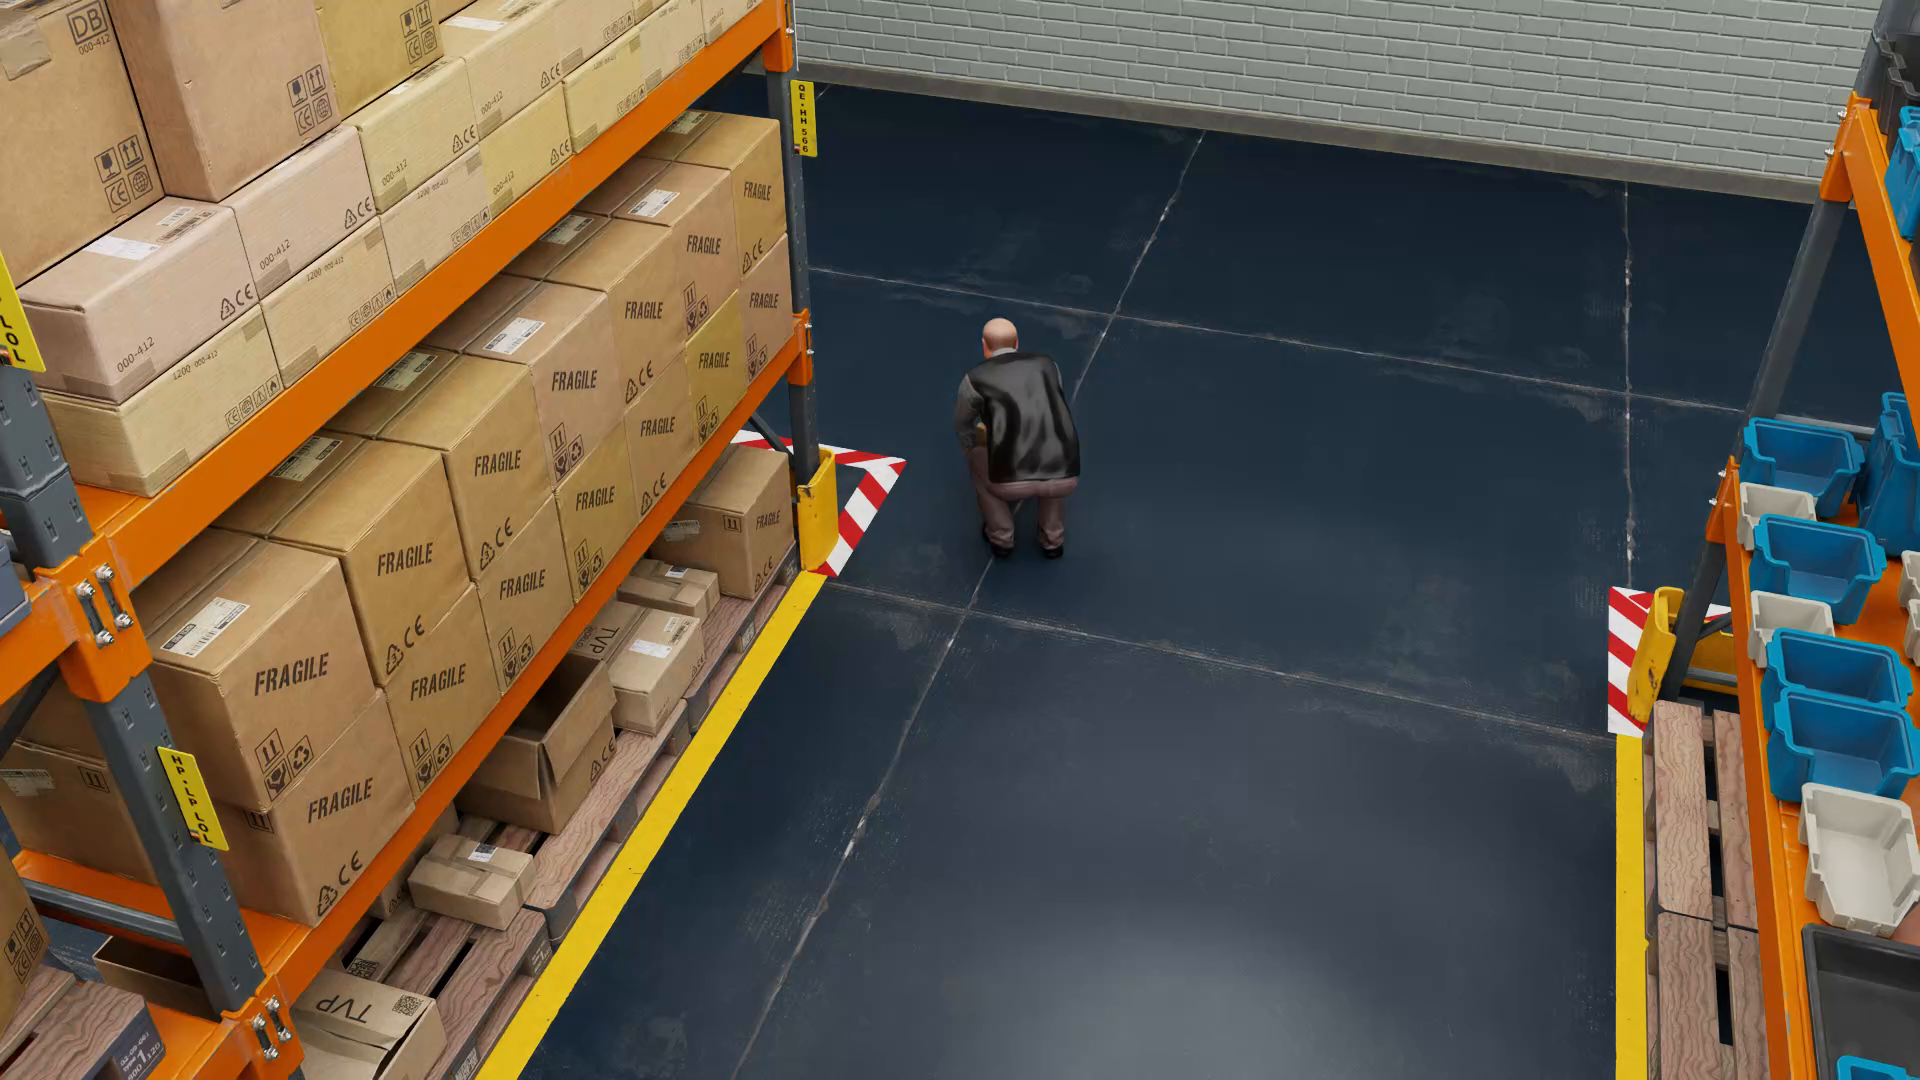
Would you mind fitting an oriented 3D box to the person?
[{"bbox_3d":[0.267,-0.445,8.070,0.553,1.052,0.829,-6,37,-7],"label":"person"}]
